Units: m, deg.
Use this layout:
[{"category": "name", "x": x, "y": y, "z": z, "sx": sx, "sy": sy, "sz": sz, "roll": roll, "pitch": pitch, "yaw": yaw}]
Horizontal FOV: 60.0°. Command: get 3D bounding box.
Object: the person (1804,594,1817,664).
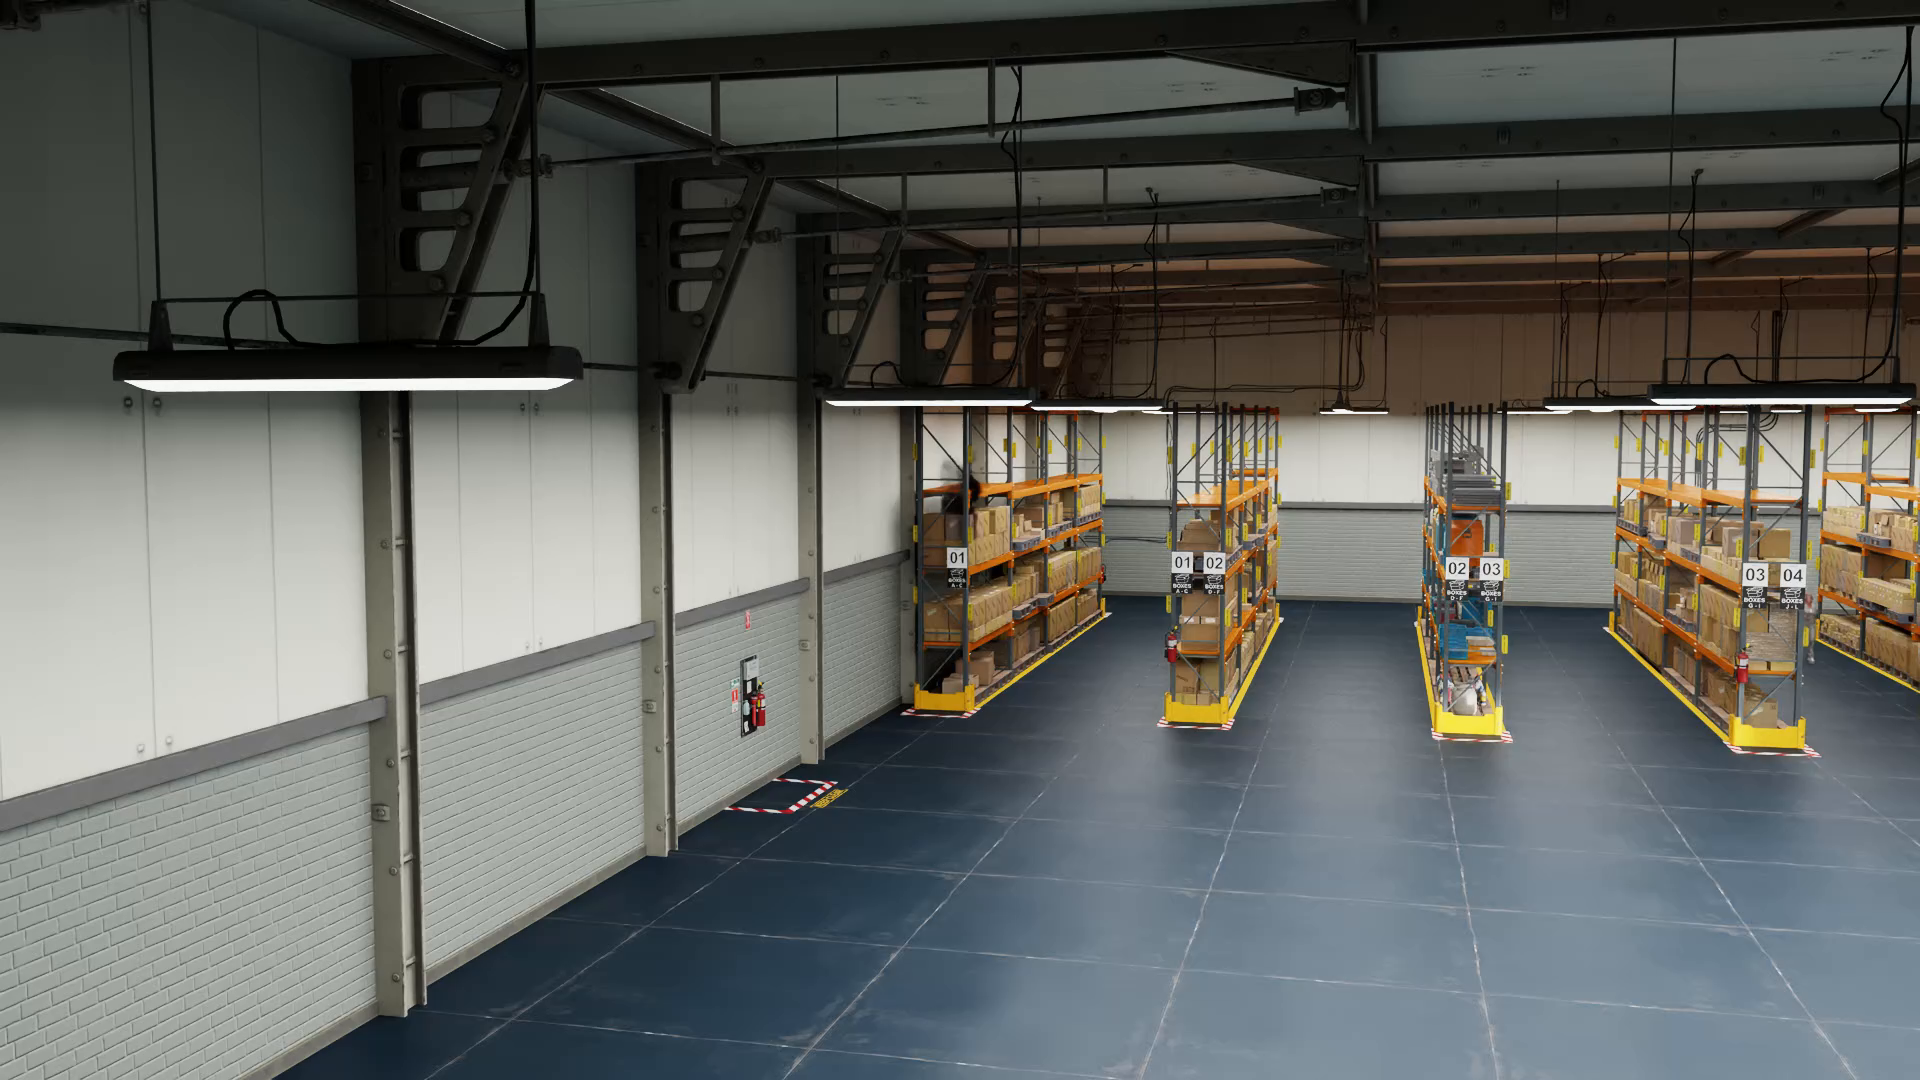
[{"category": "person", "x": 19.818, "y": 2.048, "z": 38.956, "sx": 0.516, "sy": 1.605, "sz": 0.830, "roll": 0, "pitch": 4, "yaw": 6}]
